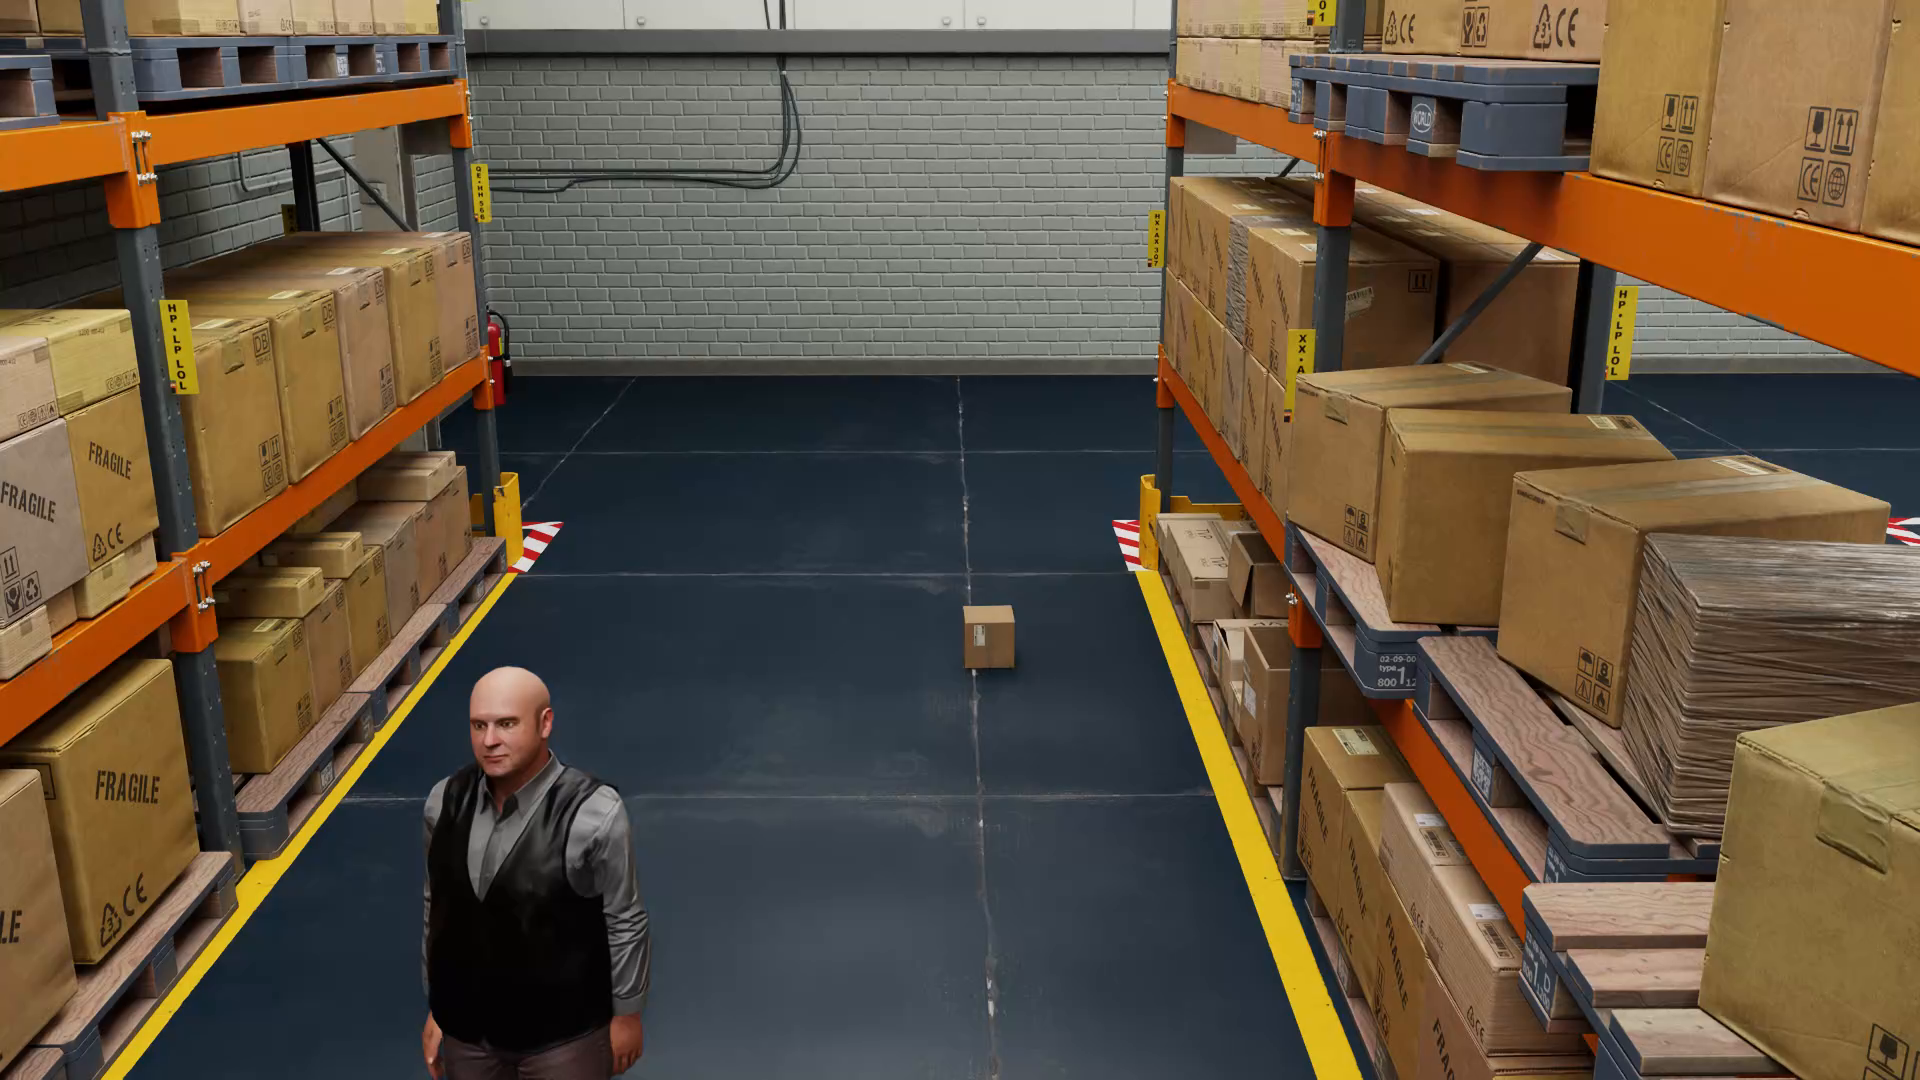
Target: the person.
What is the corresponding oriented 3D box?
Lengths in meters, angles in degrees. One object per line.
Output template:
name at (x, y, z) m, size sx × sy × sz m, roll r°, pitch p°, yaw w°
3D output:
person at (-0.988, 1.113, 3.870) m, size 0.544 × 1.710 × 0.498 m, roll 5°, pitch 18°, yaw 16°
